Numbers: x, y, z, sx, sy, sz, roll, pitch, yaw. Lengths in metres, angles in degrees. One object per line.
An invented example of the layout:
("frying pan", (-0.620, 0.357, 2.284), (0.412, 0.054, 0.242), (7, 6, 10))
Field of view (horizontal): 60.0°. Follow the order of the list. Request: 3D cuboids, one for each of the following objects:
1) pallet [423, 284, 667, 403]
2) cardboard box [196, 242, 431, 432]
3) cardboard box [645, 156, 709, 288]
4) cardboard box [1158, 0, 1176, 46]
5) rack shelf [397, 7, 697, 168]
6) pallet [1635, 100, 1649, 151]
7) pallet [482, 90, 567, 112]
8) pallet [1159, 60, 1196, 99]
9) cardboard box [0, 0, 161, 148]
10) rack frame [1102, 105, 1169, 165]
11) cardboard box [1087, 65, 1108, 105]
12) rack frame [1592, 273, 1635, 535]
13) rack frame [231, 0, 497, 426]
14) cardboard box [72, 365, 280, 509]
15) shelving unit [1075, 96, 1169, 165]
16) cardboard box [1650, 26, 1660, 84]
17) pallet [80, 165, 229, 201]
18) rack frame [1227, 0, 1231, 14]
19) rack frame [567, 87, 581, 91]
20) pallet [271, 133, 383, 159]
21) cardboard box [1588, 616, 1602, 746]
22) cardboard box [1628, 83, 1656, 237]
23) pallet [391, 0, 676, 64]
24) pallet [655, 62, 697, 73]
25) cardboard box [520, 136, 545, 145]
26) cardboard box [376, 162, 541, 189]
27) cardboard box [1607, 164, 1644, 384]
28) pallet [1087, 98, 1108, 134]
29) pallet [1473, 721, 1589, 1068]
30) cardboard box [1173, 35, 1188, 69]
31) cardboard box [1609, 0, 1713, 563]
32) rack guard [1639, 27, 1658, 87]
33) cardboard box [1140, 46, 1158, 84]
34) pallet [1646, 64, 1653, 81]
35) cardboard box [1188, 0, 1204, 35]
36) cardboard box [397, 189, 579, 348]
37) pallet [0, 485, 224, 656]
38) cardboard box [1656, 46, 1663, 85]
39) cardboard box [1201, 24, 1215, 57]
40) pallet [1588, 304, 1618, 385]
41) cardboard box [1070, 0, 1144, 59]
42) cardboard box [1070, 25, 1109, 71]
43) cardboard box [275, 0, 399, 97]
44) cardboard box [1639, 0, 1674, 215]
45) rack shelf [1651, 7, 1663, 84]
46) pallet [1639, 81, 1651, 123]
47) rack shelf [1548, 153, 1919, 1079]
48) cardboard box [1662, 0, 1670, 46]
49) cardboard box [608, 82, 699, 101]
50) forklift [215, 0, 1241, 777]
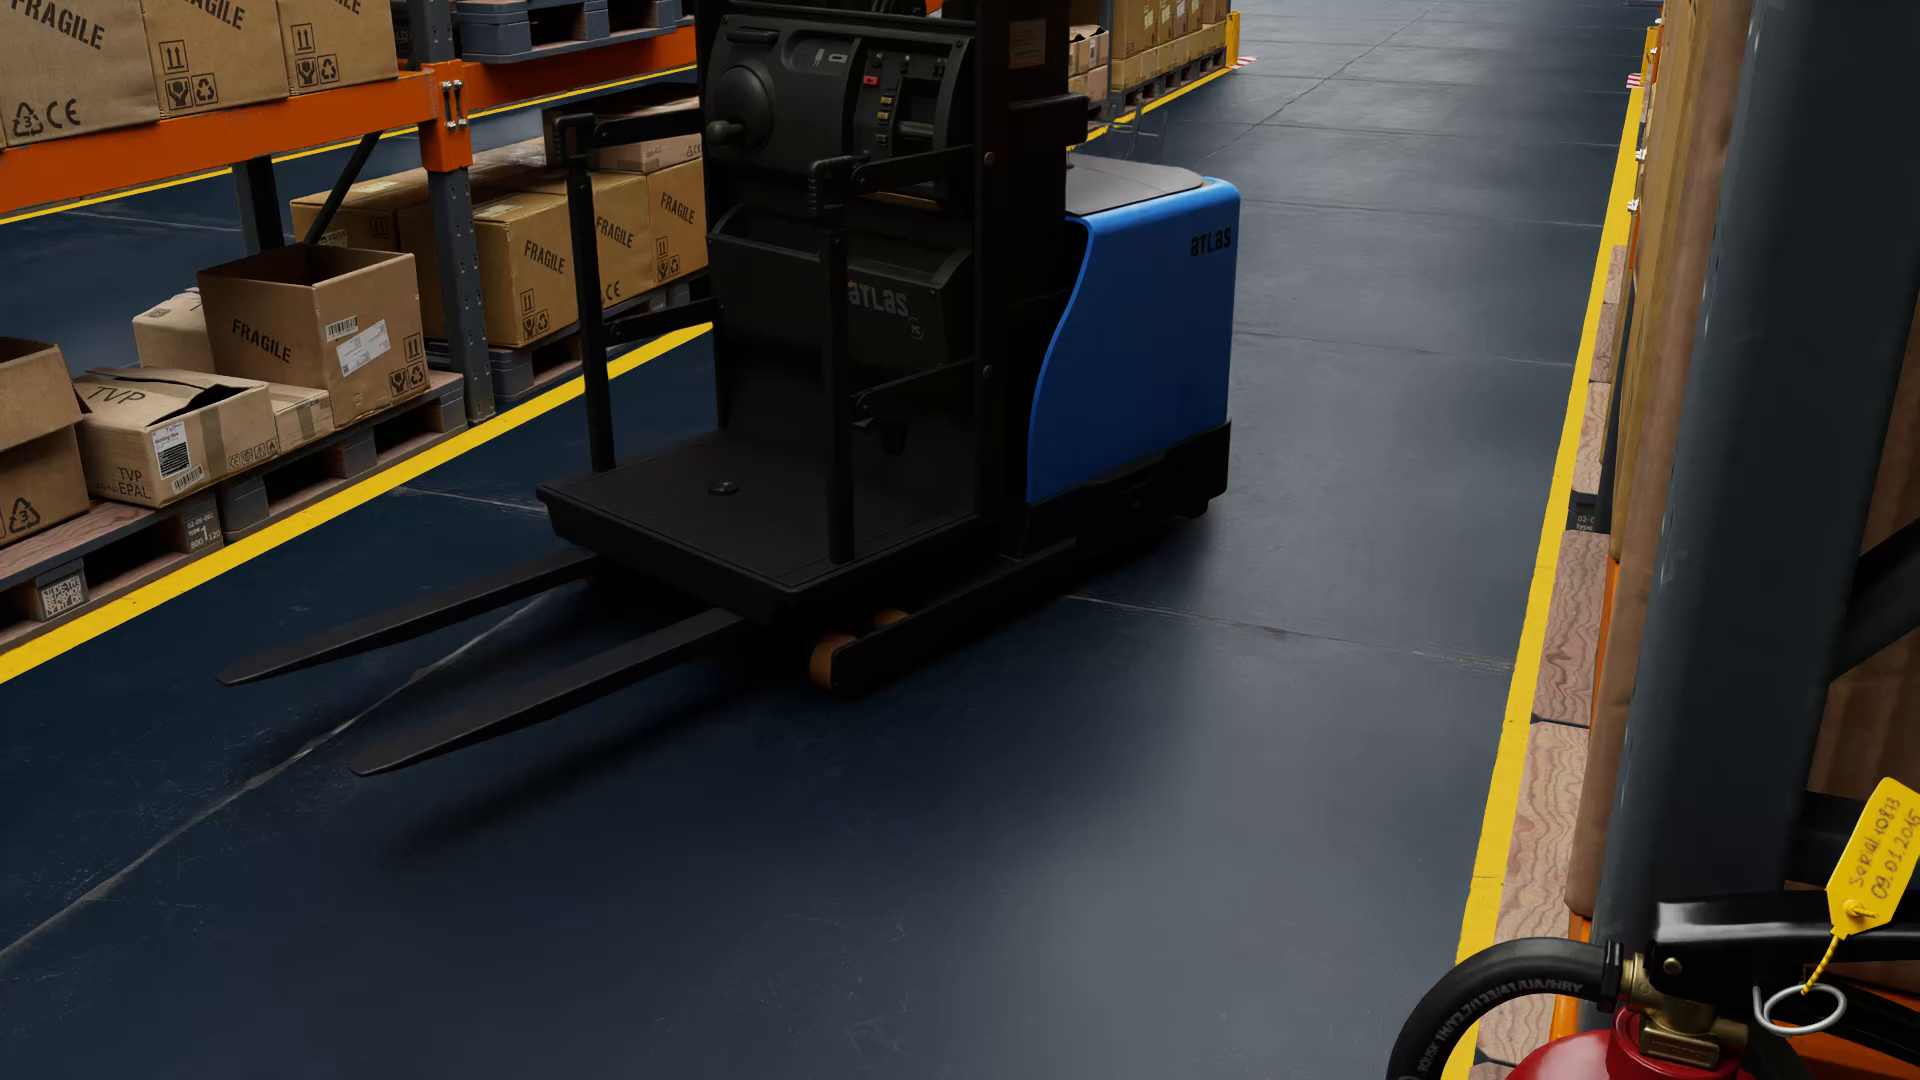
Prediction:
("pallet", (-1.999, -0.917, 7.172), (1.003, 0.211, 1.213), (9, 24, 20))
("cardboard box", (-2.214, -0.713, 5.737), (0.500, 0.500, 0.500), (9, 24, 20))
("cardboard box", (-1.480, -1.466, 7.539), (0.500, 0.500, 0.500), (9, 24, 21))
("cardboard box", (1.540, -4.520, 14.230), (0.500, 0.500, 0.500), (9, 24, 20))
("rack shelf", (-1.523, -2.291, 7.777), (1.077, 0.370, 4.000), (9, 24, 20))
("pallet", (5.523, -3.021, 12.209), (1.003, 0.211, 1.213), (9, 24, 20))
("pallet", (-4.148, -3.908, 14.331), (1.003, 0.211, 1.213), (9, 24, 20))
("pallet", (1.491, -4.200, 15.032), (1.003, 0.211, 1.213), (9, 24, 20))
("cardboard box", (-2.592, -1.369, 4.506), (0.500, 0.500, 0.500), (9, 24, 21))
("rack frame", (0.542, -0.966, 6.067), (0.240, 1.200, 0.006), (17, 11, 34))
("cardboard box", (0.821, -3.505, 12.773), (0.500, 0.250, 0.500), (9, 24, 20))
("rack frame", (2.335, -1.200, 4.230), (1.000, 3.000, 0.127), (9, 24, 20))
("rack frame", (-2.266, -1.908, 5.925), (1.000, 3.000, 0.127), (9, 24, 20))
("cardboard box", (-2.493, -0.357, 5.131), (0.500, 0.311, 0.500), (9, 24, 20))
("shelving unit", (0.488, -0.964, 5.993), (0.258, 1.200, 0.189), (17, 11, 34))
("cardboard box", (5.921, -3.849, 13.246), (0.700, 0.500, 0.500), (7, 24, 17))
("pallet", (-5.632, -2.475, 10.901), (1.003, 0.211, 1.213), (9, 24, 20))
("rack frame", (2.191, -6.202, 16.206), (1.000, 3.000, 0.127), (9, 24, 20))
("rack frame", (-3.892, -5.481, 14.480), (1.000, 3.000, 0.127), (9, 24, 20))
("pallet", (-5.054, -3.034, 12.241), (1.003, 0.211, 1.213), (9, 24, 20))
("cardboard box", (1.772, 0.192, 3.596), (0.700, 0.500, 0.500), (9, 24, 20))
("cardboard box", (3.425, -1.589, 7.406), (0.750, 0.750, 0.750), (8, 24, 19))
("pallet", (-1.868, -2.089, 6.609), (1.003, 0.211, 1.213), (9, 24, 20))
("pallet", (-3.152, -4.867, 16.627), (1.003, 0.211, 1.213), (9, 24, 20))
("cardboard box", (-1.784, -1.712, 8.130), (0.500, 0.500, 0.500), (8, 24, 18))
("cardboard box", (-2.157, -1.350, 7.264), (0.500, 0.500, 0.500), (9, 24, 20))
("cardboard box", (2.783, -0.971, 5.928), (0.750, 0.750, 0.750), (10, 24, 22))
("pallet", (0.468, -3.214, 12.672), (1.003, 0.211, 1.213), (9, 24, 20))
("pallet", (1.528, 0.786, 3.094), (1.003, 0.211, 1.213), (9, 24, 20))
("cardboard box", (1.720, -4.354, 14.805), (0.500, 0.250, 0.500), (9, 24, 20))
("cardboard box", (1.289, -0.353, 1.813), (0.980, 0.700, 0.700), (9, 24, 20))
("rack guard", (6.764, -4.313, 14.928), (1.175, 0.500, 0.348), (9, 24, 20))
("cardboard box", (1.350, -3.996, 13.948), (0.500, 0.250, 0.500), (9, 24, 20))
("pallet", (6.429, -3.894, 14.299), (1.003, 0.211, 1.213), (9, 24, 20))
("cardboard box", (1.911, -4.878, 15.087), (0.500, 0.500, 0.500), (9, 24, 20))
("cardboard box", (-1.860, -1.095, 6.653), (0.500, 0.500, 0.500), (8, 24, 18))
("pallet", (-2.974, 0.063, 4.826), (1.003, 0.211, 1.213), (9, 24, 20))
("cardboard box", (2.451, -1.537, 5.339), (0.380, 0.149, 0.250), (9, 24, 20))
("cardboard box", (2.092, -4.712, 15.661), (0.500, 0.250, 0.500), (9, 24, 20))
("pallet", (3.003, -0.638, 6.503), (1.003, 0.211, 1.213), (9, 24, 20))
("cardboard box", (1.168, -4.163, 13.373), (0.500, 0.500, 0.500), (9, 24, 20))
("cardboard box", (0.821, -3.768, 12.674), (0.500, 0.311, 0.500), (9, 24, 20))
("cardboard box", (-2.214, -1.738, 5.390), (0.500, 0.500, 0.500), (9, 24, 21))
("cardboard box", (1.842, -0.886, 3.090), (0.980, 0.700, 0.700), (8, 24, 19))
("rack shelf", (4.563, -3.015, 9.509), (1.077, 0.370, 4.000), (9, 24, 20))
("pallet", (5.974, -3.459, 13.258), (1.003, 0.211, 1.213), (9, 24, 20))
("rack shelf", (1.592, -0.152, 2.656), (1.077, 0.370, 4.000), (9, 24, 20))
("cardboard box", (2.452, -1.778, 5.072), (0.500, 0.500, 0.500), (9, 24, 20))
("cardboard box", (-1.303, -1.979, 7.795), (0.500, 0.250, 0.500), (8, 24, 19))
("forklift", (-0.484, -1.170, 4.249), (1.130, 2.935, 3.031), (19, 29, 38))
